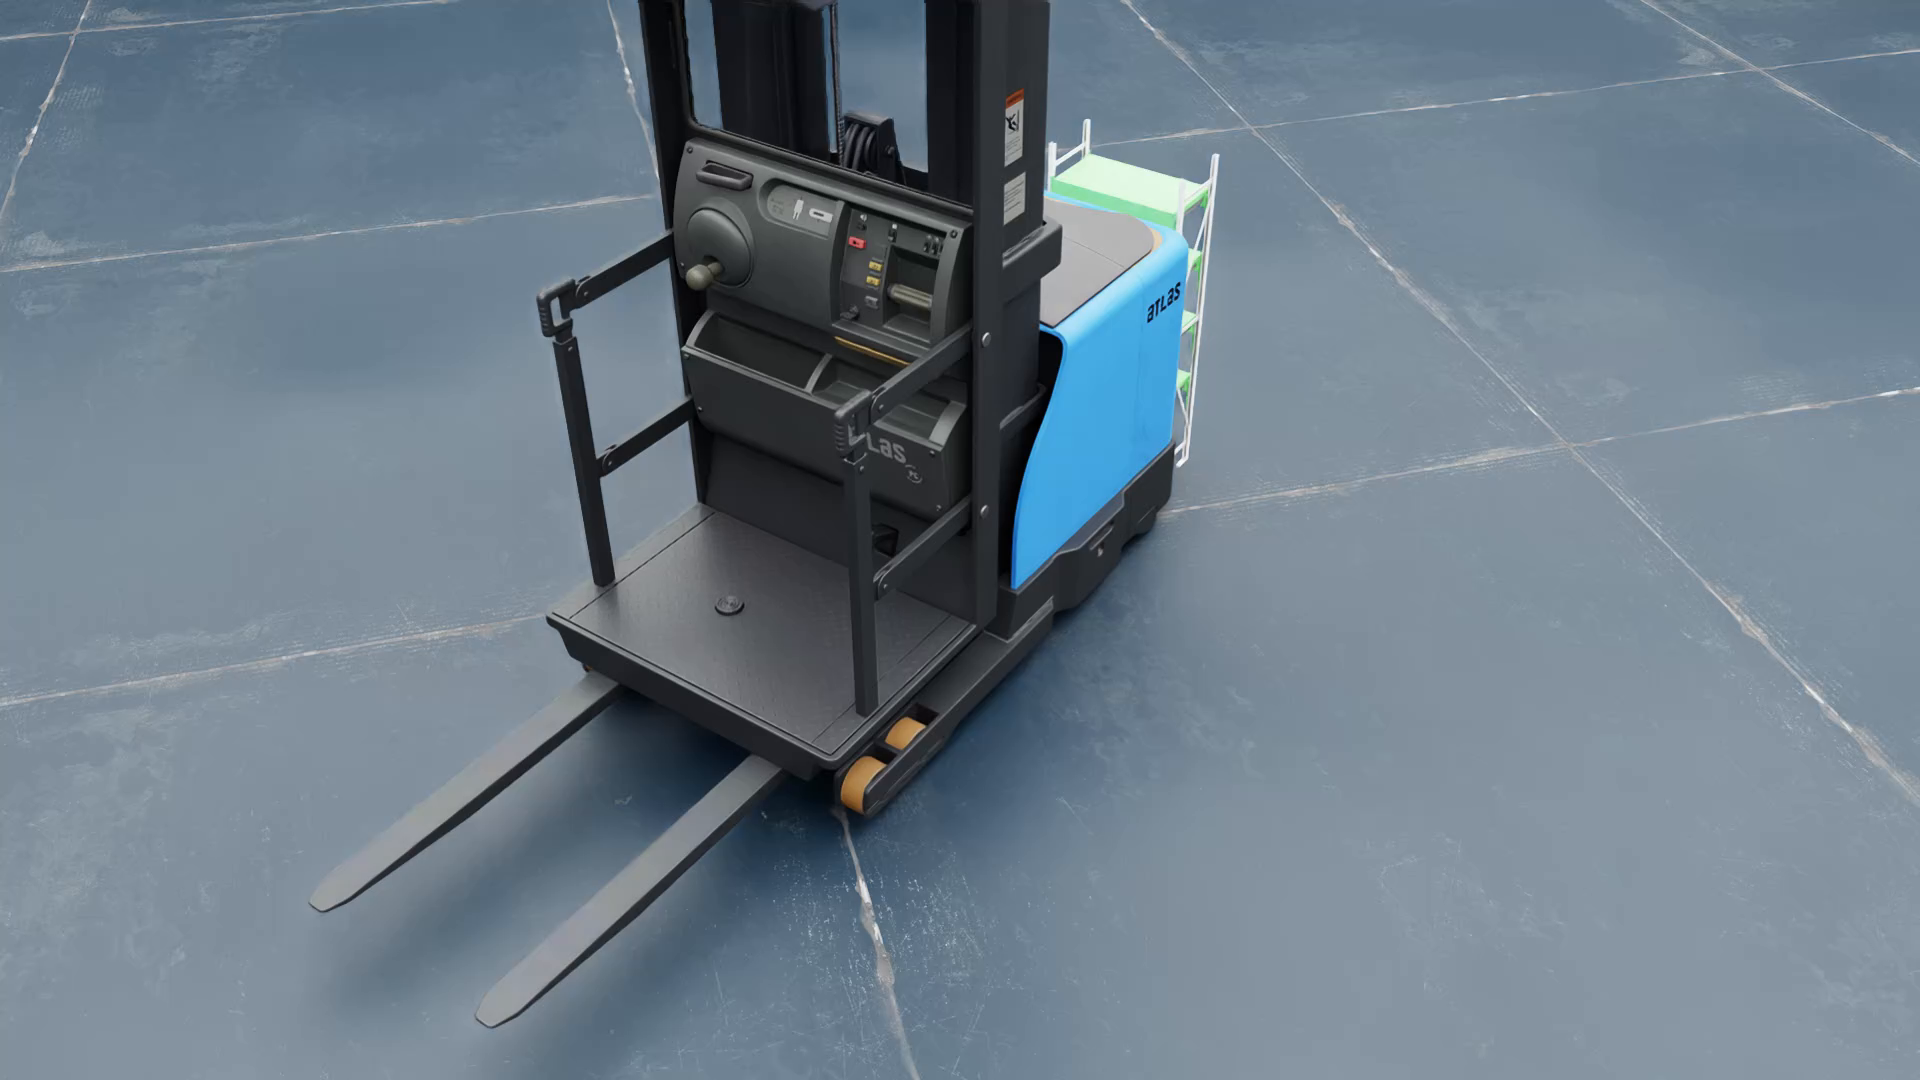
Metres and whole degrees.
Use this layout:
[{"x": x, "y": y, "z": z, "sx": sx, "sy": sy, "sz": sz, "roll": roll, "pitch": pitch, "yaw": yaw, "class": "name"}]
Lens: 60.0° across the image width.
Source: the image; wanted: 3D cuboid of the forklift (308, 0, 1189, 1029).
[{"x": -0.511, "y": -0.716, "z": 4.274, "sx": 1.130, "sy": 2.935, "sz": 3.031, "roll": 23, "pitch": 43, "yaw": 27, "class": "forklift"}]

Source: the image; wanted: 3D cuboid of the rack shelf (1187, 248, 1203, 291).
[{"x": 0.568, "y": -0.944, "z": 5.706, "sx": 0.480, "sy": 0.148, "sz": 0.258, "roll": 23, "pitch": 43, "yaw": 27, "class": "rack shelf"}]

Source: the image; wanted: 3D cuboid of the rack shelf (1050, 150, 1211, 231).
[{"x": 0.569, "y": -1.135, "z": 5.561, "sx": 0.480, "sy": 0.148, "sz": 0.258, "roll": 23, "pitch": 43, "yaw": 27, "class": "rack shelf"}]

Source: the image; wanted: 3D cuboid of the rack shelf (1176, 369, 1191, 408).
[{"x": 0.568, "y": -0.562, "z": 5.997, "sx": 0.480, "sy": 0.148, "sz": 0.258, "roll": 23, "pitch": 43, "yaw": 27, "class": "rack shelf"}]

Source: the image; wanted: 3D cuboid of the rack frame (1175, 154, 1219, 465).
[{"x": 0.769, "y": -0.720, "z": 5.703, "sx": 0.015, "sy": 1.200, "sz": 0.240, "roll": 23, "pitch": 43, "yaw": 27, "class": "rack frame"}]

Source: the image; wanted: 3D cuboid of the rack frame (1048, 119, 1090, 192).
[{"x": 0.367, "y": -0.888, "z": 5.923, "sx": 0.015, "sy": 1.200, "sz": 0.240, "roll": 23, "pitch": 43, "yaw": 27, "class": "rack frame"}]

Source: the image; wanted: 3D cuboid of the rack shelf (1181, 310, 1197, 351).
[{"x": 0.568, "y": -0.753, "z": 5.852, "sx": 0.480, "sy": 0.148, "sz": 0.258, "roll": 23, "pitch": 43, "yaw": 27, "class": "rack shelf"}]

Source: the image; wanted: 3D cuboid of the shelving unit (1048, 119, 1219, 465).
[{"x": 0.568, "y": -0.804, "z": 5.813, "sx": 0.503, "sy": 1.200, "sz": 0.258, "roll": 23, "pitch": 43, "yaw": 27, "class": "shelving unit"}]
